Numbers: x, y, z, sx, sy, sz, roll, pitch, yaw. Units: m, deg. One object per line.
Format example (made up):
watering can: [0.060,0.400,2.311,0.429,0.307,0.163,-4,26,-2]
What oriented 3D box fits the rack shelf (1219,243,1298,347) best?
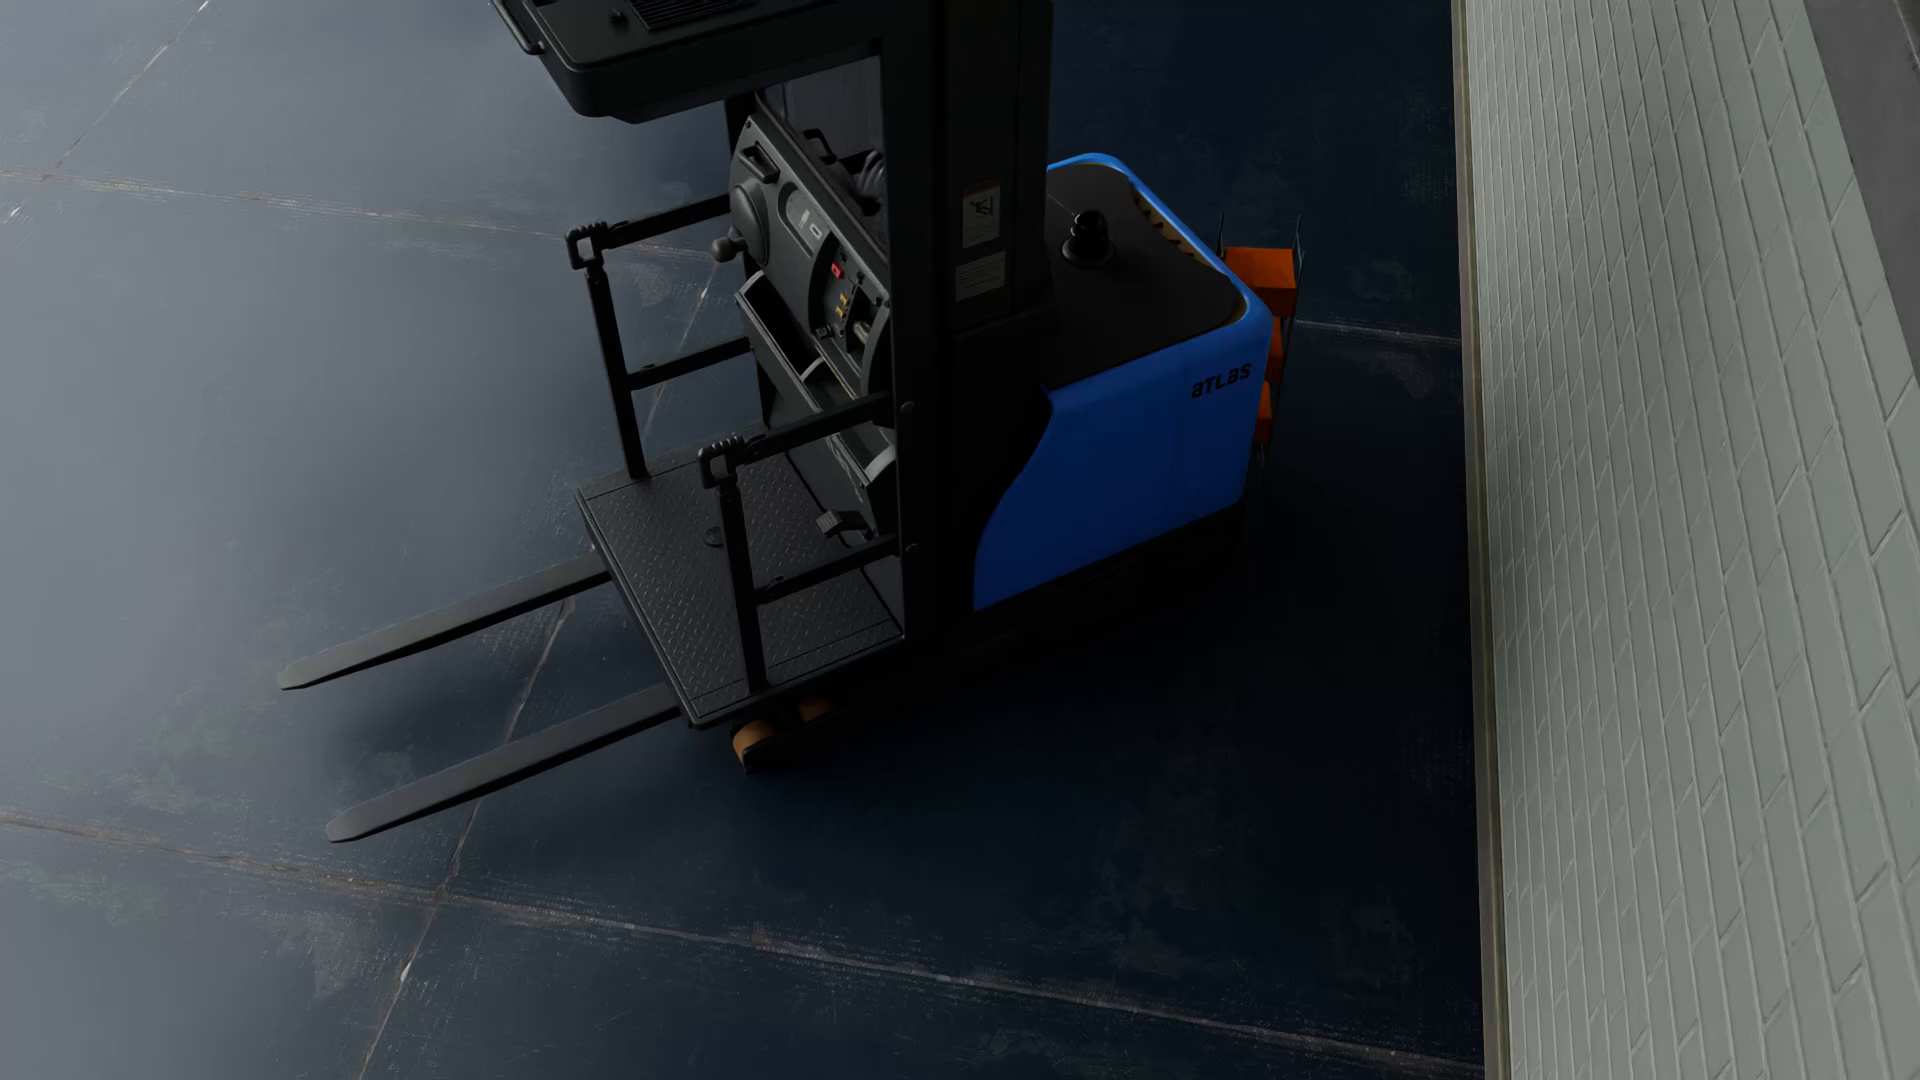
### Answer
rack shelf: [0.951,-0.795,5.389,0.240,0.259,0.215,3,47,3]

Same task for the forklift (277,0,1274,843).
forklift: [-0.596,-0.727,4.433,3.031,2.935,1.130,-22,52,-18]

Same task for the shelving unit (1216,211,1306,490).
shelving unit: [0.952,-0.610,5.590,0.252,1.050,0.215,3,47,3]

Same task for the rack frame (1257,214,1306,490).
rack frame: [1.074,-0.605,5.584,0.008,1.050,0.200,3,47,3]

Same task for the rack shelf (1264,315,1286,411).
rack shelf: [0.952,-0.603,5.598,0.240,0.259,0.215,3,47,3]

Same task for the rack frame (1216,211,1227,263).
rack frame: [0.830,-0.616,5.596,0.008,1.050,0.200,3,47,3]

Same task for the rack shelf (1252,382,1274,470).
rack shelf: [0.953,-0.415,5.803,0.240,0.259,0.215,3,47,3]
